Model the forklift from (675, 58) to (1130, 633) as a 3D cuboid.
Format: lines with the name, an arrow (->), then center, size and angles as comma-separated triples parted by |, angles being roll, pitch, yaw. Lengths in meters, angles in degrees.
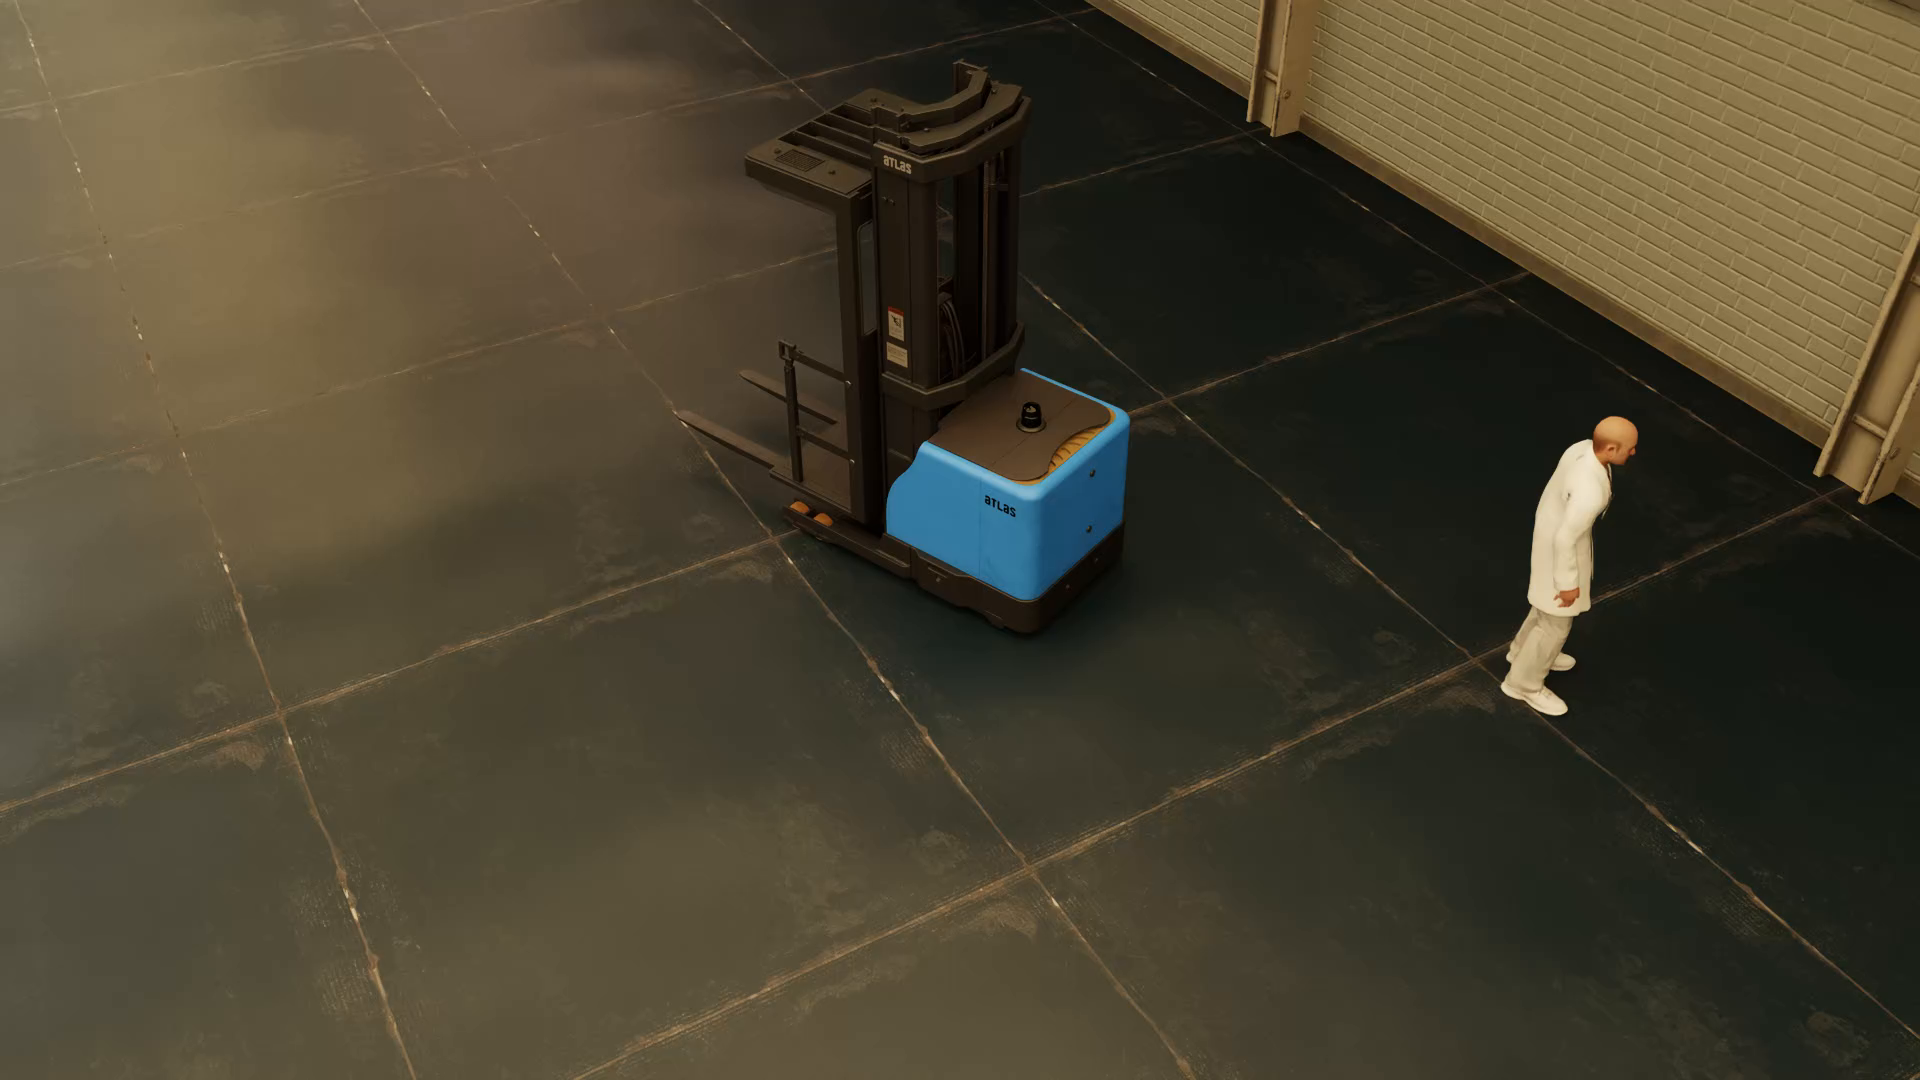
forklift -> -0.481, -1.366, 9.683 | 3.031, 2.935, 1.130 | 26, 46, 28

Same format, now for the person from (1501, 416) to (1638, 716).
person -> 3.238, 0.088, 8.838 | 0.431, 1.772, 0.643 | 13, 41, 15
